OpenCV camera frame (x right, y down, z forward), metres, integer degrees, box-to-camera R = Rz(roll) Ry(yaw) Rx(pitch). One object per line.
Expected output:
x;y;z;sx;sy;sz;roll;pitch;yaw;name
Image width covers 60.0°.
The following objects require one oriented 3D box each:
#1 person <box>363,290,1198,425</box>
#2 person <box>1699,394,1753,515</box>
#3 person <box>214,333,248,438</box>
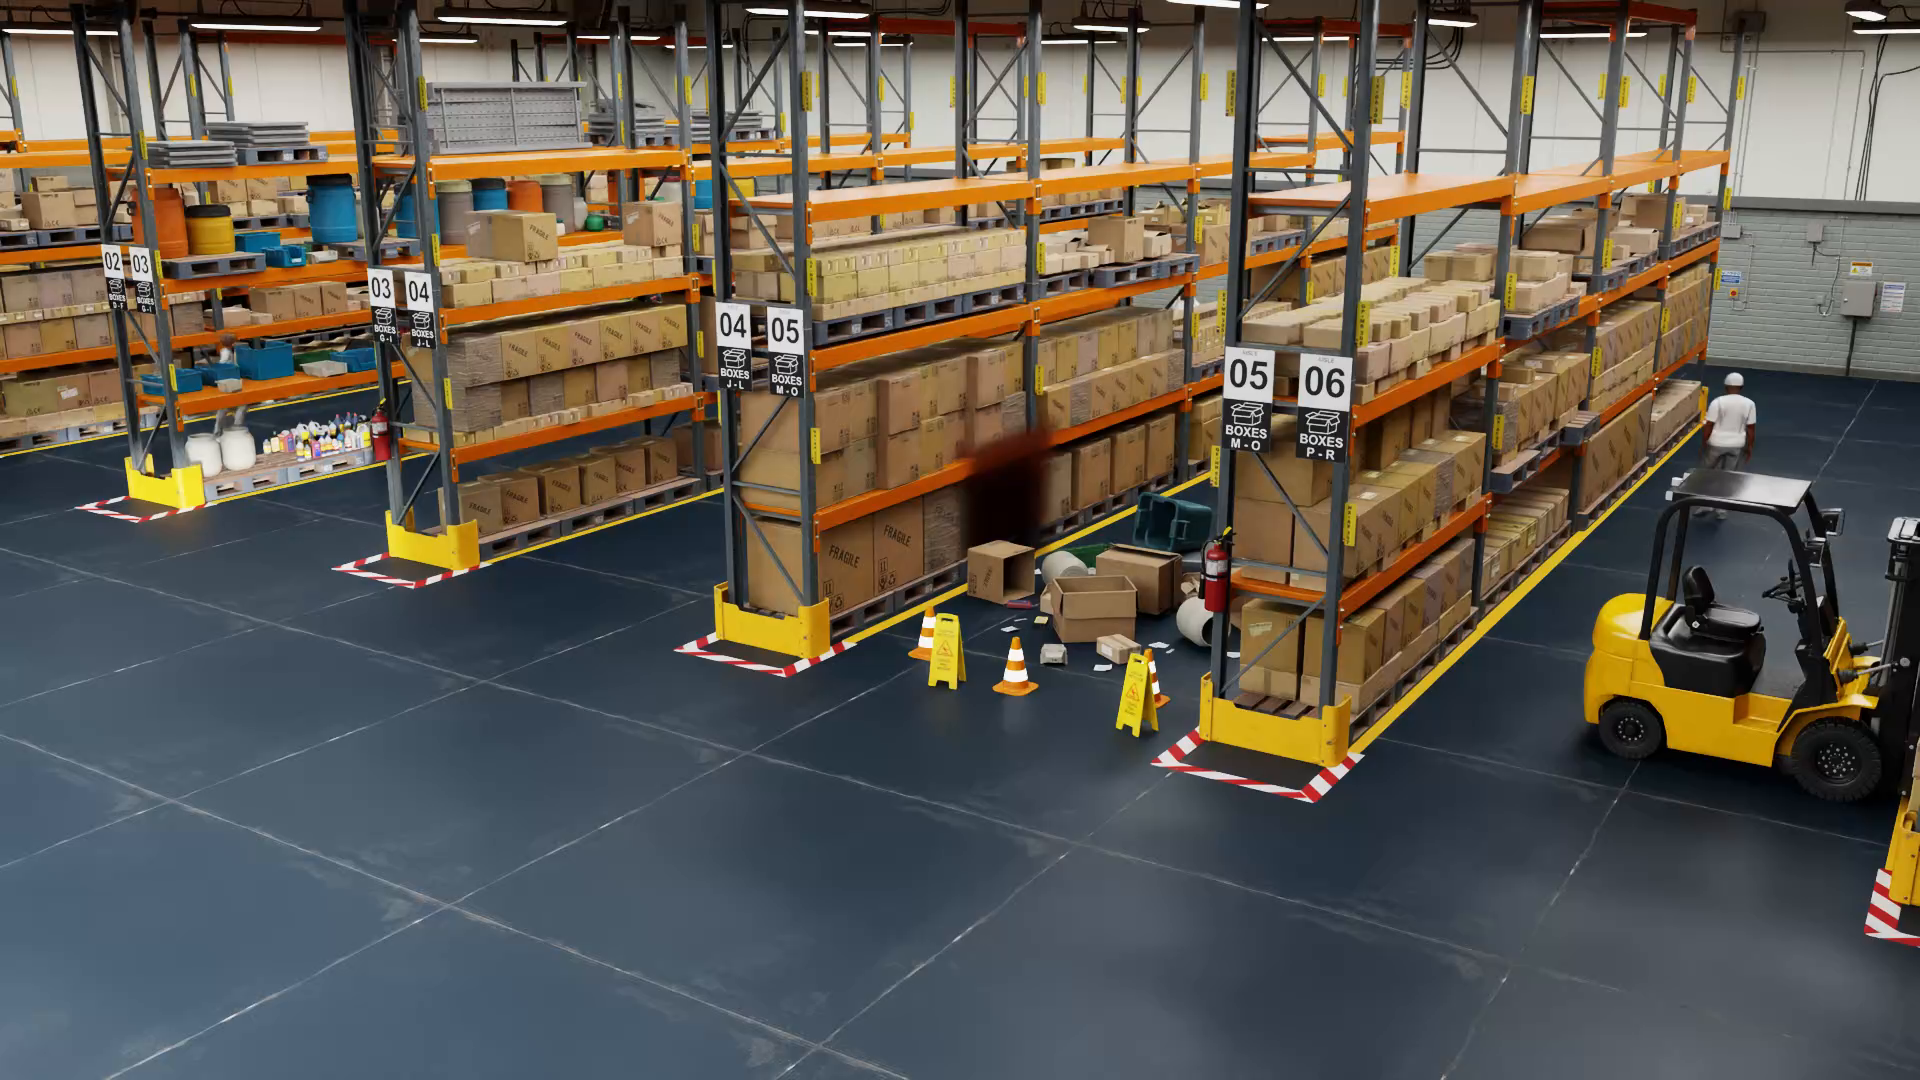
-2.080;-2.939;26.470;8.054;1.611;11.767;9;18;30;person
9.195;-1.046;20.026;0.459;1.458;0.370;2;16;8;person
-10.703;-2.260;24.204;0.394;1.497;0.512;14;21;40;person
